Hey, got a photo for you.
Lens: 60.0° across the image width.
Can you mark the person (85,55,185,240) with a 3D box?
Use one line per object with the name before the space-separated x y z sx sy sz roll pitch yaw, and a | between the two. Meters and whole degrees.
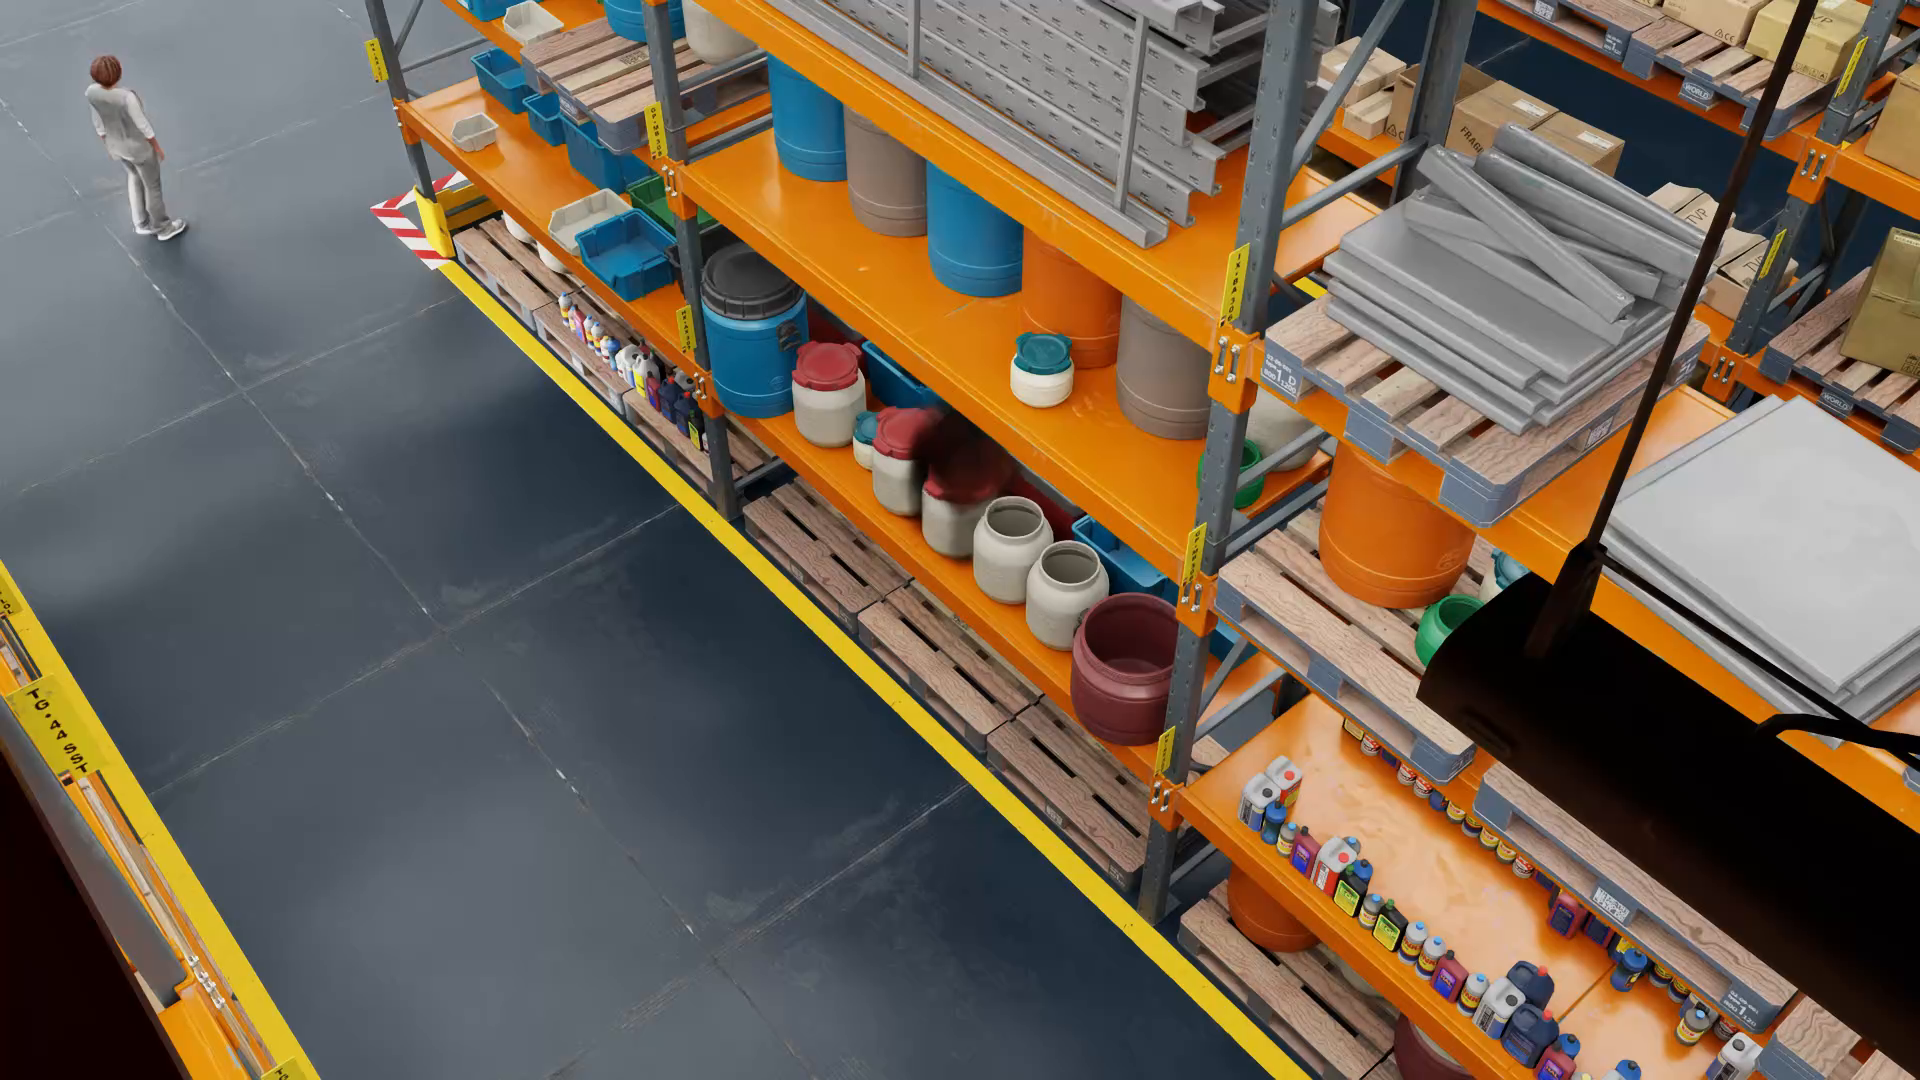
person | -6.320 -2.987 12.717 0.464 1.613 0.329 9 47 9
